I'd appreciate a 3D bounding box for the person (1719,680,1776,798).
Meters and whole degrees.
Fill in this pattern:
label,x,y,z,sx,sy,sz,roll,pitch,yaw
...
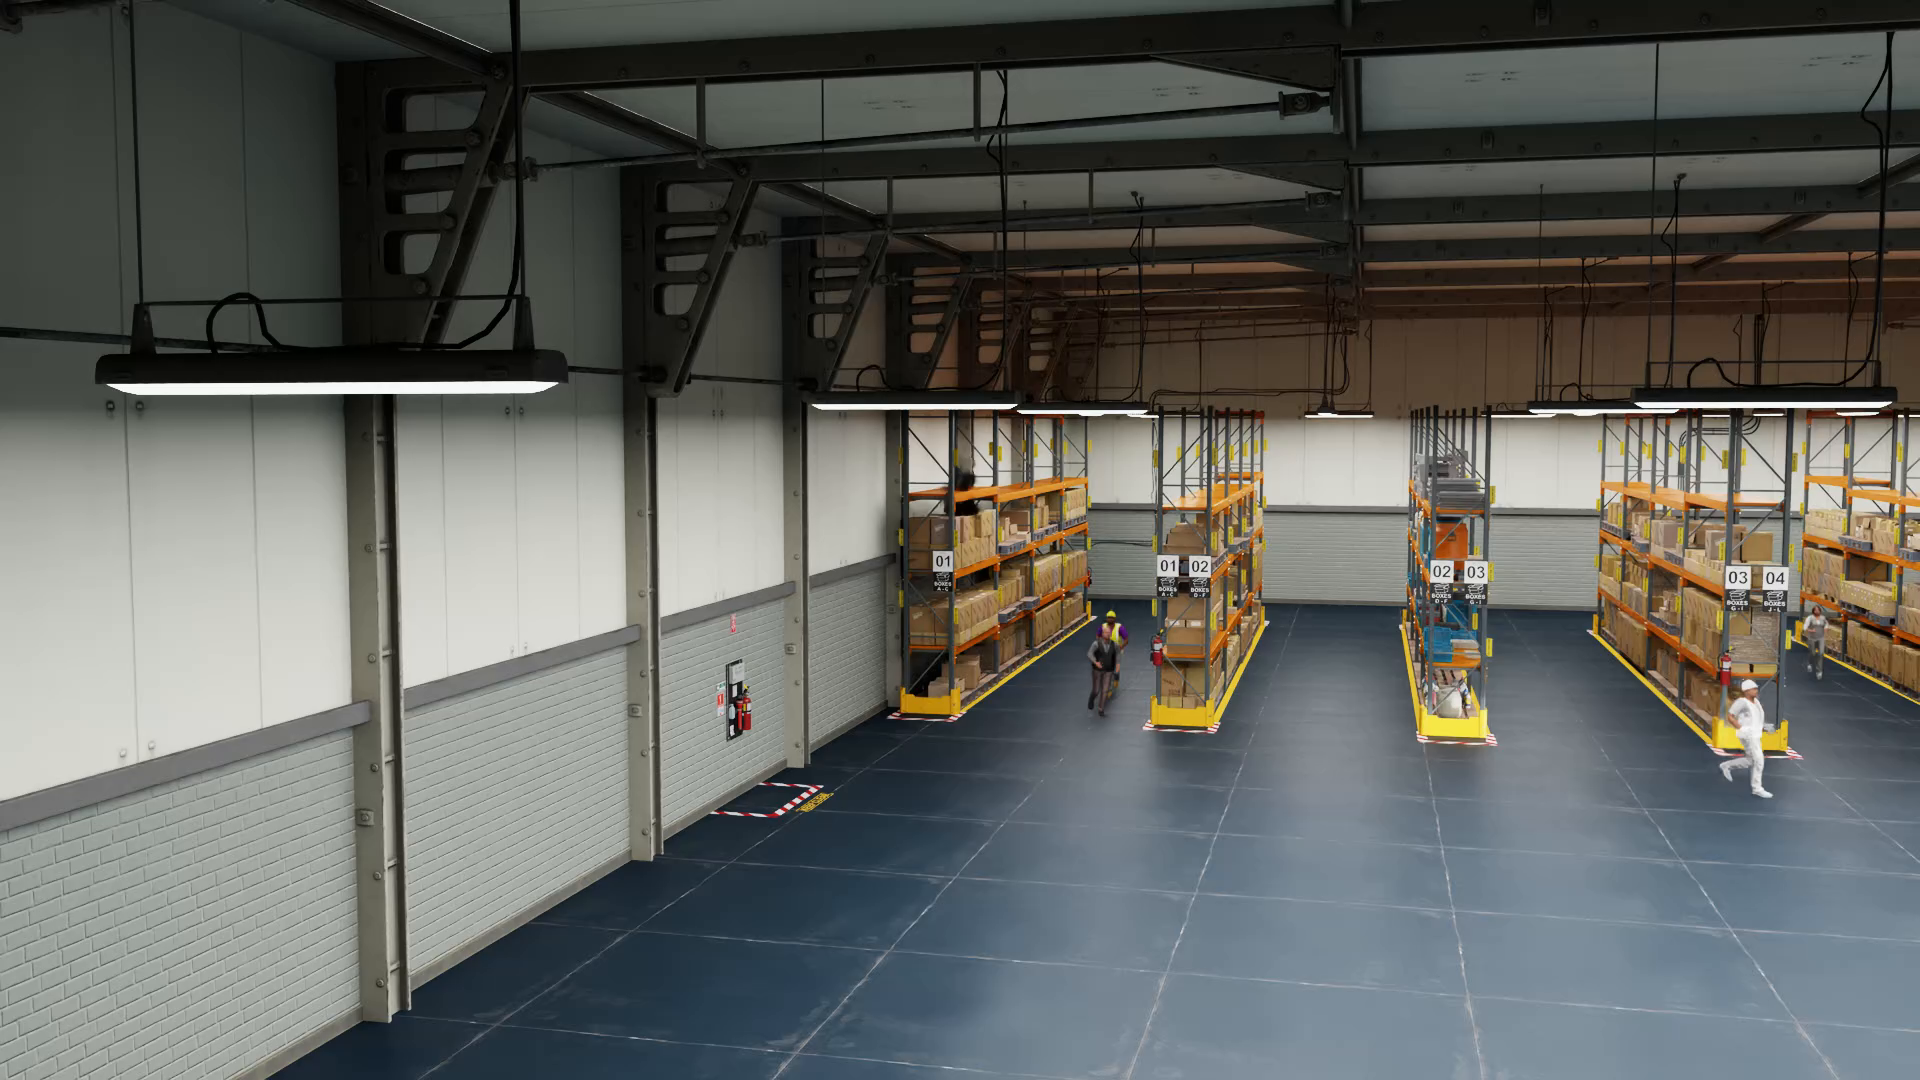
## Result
label,x,y,z,sx,sy,sz,roll,pitch,yaw
person,12.060,3.024,25.508,0.681,1.768,0.836,-4,6,-44

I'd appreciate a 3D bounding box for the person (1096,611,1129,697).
label,x,y,z,sx,sy,sz,roll,pitch,yaw
person,3.181,2.359,34.842,0.711,1.765,0.872,1,4,12

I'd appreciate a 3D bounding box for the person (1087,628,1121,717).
label,x,y,z,sx,sy,sz,roll,pitch,yaw
person,2.818,2.554,32.399,0.698,1.705,0.795,0,4,-7

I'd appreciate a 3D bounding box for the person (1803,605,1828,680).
label,x,y,z,sx,sy,sz,roll,pitch,yaw
person,19.117,2.263,37.148,0.550,1.600,0.859,1,4,16
